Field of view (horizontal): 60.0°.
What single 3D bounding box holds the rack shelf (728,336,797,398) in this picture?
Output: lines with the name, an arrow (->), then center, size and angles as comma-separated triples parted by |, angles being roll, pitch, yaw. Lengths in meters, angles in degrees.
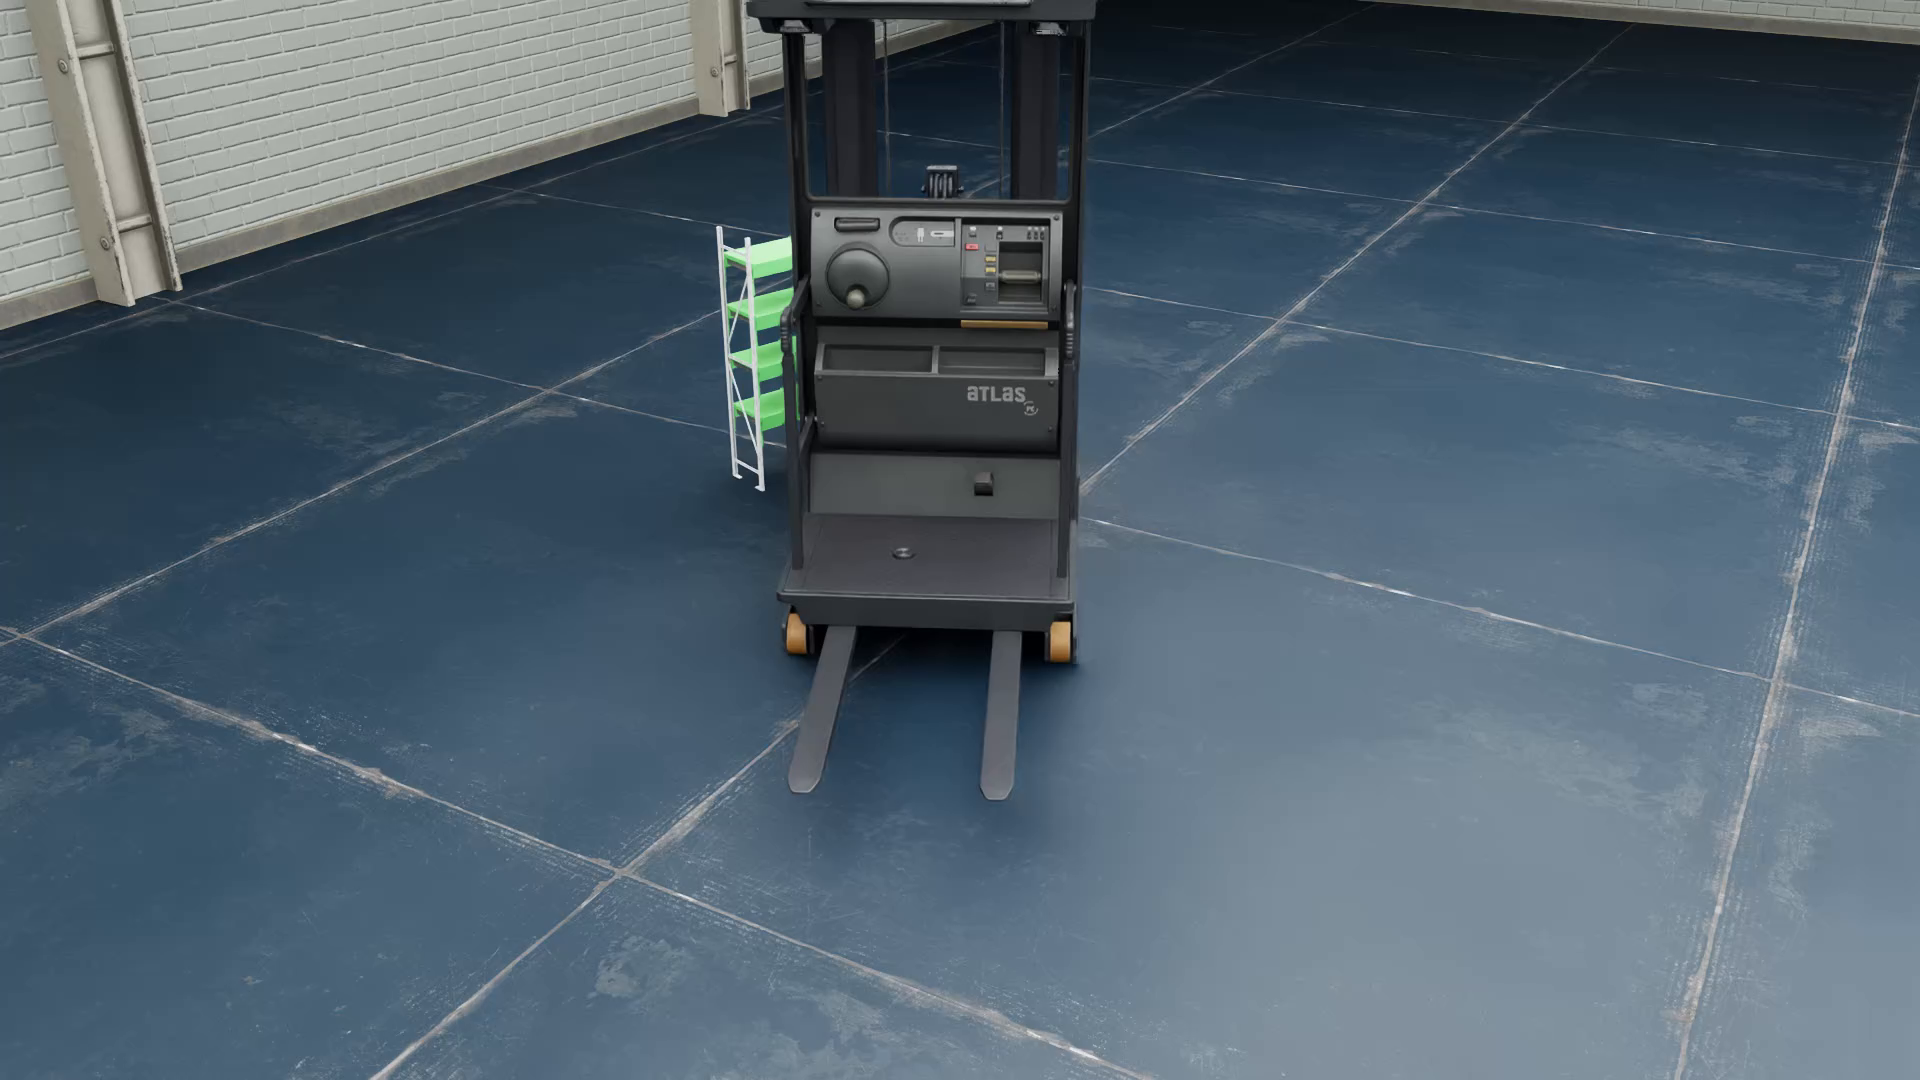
rack shelf -> -0.805, -0.818, 7.687 | 0.480, 0.148, 0.258 | -21, 34, -36

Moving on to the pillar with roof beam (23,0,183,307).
pillar with roof beam -> -1.329, -4.600, 6.386 | 9.100, 9.000, 0.400 | 14, 30, 26

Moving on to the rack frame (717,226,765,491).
rack frame -> -0.989, -0.804, 7.515 | 0.015, 1.200, 0.240 | -21, 34, -36

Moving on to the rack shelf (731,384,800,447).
rack shelf -> -0.804, -0.604, 7.794 | 0.480, 0.148, 0.258 | -21, 34, -36

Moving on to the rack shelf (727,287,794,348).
rack shelf -> -0.805, -1.033, 7.579 | 0.480, 0.148, 0.258 | -21, 34, -36

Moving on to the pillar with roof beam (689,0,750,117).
pillar with roof beam -> 1.623, -6.938, 11.058 | 9.100, 9.000, 0.400 | 14, 30, 26

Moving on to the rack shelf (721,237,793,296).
rack shelf -> -0.805, -1.247, 7.472 | 0.480, 0.148, 0.258 | -21, 34, -36

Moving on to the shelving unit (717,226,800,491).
shelving unit -> -0.805, -0.875, 7.658 | 0.503, 1.200, 0.258 | -21, 34, -36

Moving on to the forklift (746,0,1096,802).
forklift -> -0.098, -0.992, 5.958 | 1.130, 2.935, 3.031 | 2, 27, 3
